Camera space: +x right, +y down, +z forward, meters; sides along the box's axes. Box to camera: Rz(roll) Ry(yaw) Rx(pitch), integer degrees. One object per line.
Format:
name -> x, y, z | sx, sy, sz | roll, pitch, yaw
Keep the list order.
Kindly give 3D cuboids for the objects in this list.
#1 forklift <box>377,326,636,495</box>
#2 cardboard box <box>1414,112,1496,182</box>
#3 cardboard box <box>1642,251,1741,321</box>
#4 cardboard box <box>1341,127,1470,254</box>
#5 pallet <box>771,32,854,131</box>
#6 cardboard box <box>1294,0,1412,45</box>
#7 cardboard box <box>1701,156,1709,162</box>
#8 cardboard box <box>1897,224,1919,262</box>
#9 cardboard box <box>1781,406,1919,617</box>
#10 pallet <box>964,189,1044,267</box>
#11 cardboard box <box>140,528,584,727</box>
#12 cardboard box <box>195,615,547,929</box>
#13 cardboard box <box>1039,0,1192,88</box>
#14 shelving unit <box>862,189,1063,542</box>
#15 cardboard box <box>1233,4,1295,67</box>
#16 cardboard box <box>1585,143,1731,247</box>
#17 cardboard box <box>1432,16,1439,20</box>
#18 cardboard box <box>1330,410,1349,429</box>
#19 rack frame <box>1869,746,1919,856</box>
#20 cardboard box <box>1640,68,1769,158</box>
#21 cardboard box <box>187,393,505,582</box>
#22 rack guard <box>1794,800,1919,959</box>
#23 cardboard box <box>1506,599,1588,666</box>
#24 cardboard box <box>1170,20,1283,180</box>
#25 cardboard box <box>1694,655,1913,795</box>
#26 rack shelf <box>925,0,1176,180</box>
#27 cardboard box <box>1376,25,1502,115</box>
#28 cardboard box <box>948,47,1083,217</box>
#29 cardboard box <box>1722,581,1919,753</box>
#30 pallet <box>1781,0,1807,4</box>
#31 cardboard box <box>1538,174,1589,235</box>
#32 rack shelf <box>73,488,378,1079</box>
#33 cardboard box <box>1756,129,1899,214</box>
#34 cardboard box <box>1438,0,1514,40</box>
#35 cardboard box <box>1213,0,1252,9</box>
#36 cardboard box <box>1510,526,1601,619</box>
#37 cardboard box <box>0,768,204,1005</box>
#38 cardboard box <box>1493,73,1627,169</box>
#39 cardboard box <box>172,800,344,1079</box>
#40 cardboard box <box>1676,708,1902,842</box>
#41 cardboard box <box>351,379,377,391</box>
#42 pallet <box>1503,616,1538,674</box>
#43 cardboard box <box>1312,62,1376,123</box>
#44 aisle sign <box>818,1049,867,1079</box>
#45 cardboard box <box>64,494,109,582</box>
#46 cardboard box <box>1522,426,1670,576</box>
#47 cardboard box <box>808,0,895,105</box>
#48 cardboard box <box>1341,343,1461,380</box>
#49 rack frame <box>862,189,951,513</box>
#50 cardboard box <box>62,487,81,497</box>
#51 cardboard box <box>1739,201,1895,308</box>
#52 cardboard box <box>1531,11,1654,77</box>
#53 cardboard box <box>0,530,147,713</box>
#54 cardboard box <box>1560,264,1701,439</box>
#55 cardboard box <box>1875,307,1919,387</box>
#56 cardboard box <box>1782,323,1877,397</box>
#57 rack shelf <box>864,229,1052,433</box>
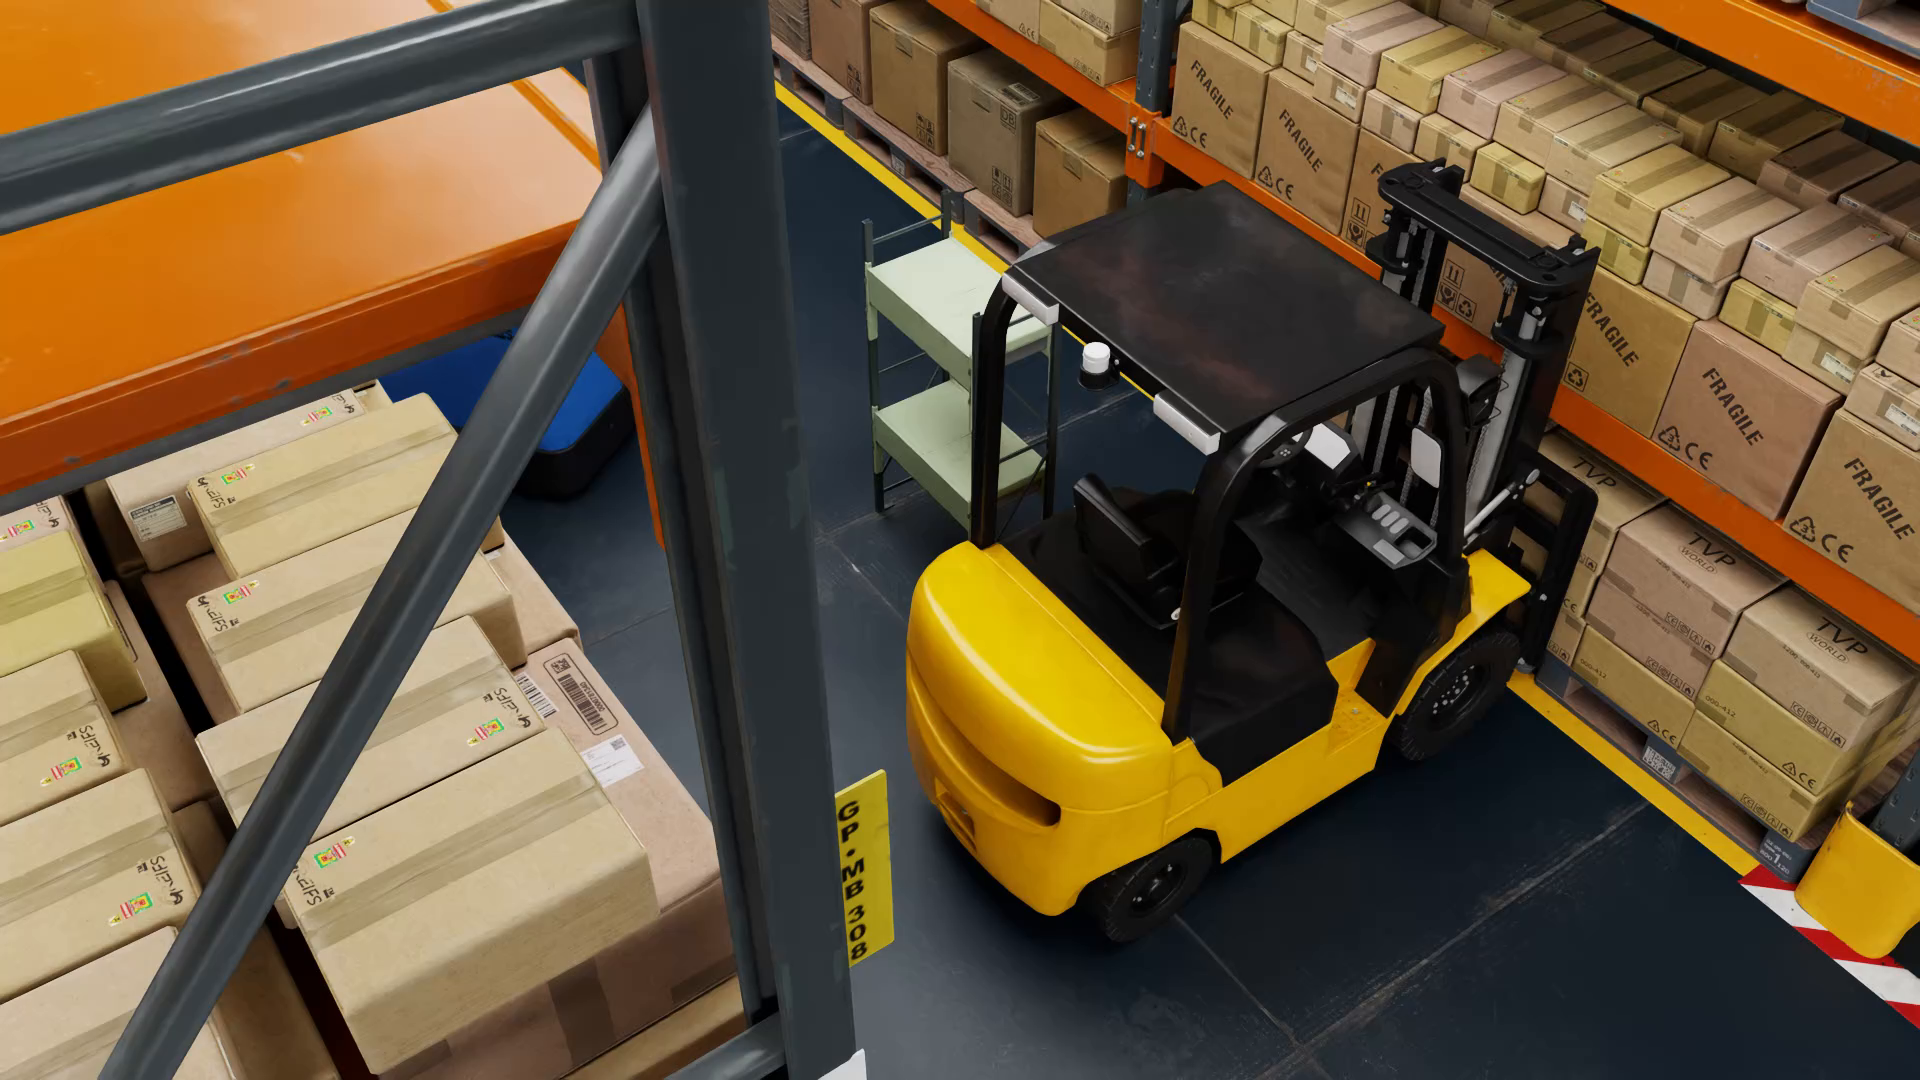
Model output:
forklift -> -2.919, -1.909, 7.118 | 3.031, 2.935, 1.130 | 15, 46, 16
cardboard box -> 1.890, -1.481, 6.078 | 0.380, 0.149, 0.250 | -27, 50, -26
cardboard box -> 2.482, -0.904, 5.473 | 0.380, 0.149, 0.250 | -27, 50, -26
cardboard box -> 1.857, -1.338, 6.398 | 0.500, 0.500, 0.500 | -26, 50, -25
pallet -> -0.635, -3.006, 10.237 | 1.003, 0.211, 1.213 | -26, 49, -24
cardboard box -> 1.531, -2.058, 6.467 | 0.380, 0.149, 0.250 | -27, 50, -25
cardboard box -> 2.664, -1.408, 6.001 | 0.380, 0.149, 0.250 | -26, 49, -25
cardboard box -> 3.201, -0.924, 5.279 | 0.380, 0.149, 0.250 | -25, 49, -24
cardboard box -> 3.006, -0.177, 5.181 | 0.500, 0.500, 0.500 | -27, 50, -25
pallet -> 0.761, -1.624, 8.789 | 1.003, 0.211, 1.213 | -26, 49, -24
cardboard box -> -0.915, 0.180, 2.601 | 0.500, 0.250, 0.500 | -26, 50, -25
cardboard box -> -0.759, 0.296, 2.190 | 0.380, 0.149, 0.250 | -26, 49, -25
cardboard box -> 0.712, -2.359, 7.648 | 0.500, 0.250, 0.500 | -25, 49, -24
shelving unit -> 0.004, -0.539, 6.719 | 0.431, 1.500, 0.755 | -26, 49, -24
cardboard box -> 1.331, -2.071, 6.696 | 0.380, 0.149, 0.250 | -25, 49, -24
cardboard box -> 2.313, -1.147, 5.512 | 0.380, 0.149, 0.250 | -25, 49, -24
cardboard box -> 1.925, -2.140, 6.768 | 0.380, 0.149, 0.250 | -25, 49, -23
cardboard box -> 1.806, -0.600, 7.022 | 0.500, 0.250, 0.500 | -26, 50, -25
rack frame -> 3.503, 0.034, 5.033 | 1.000, 3.000, 0.127 | -26, 49, -24
cardboard box -> 2.625, -1.506, 5.888 | 0.380, 0.149, 0.250 | -25, 49, -24
cardboard box -> -0.934, -0.041, 2.544 | 0.380, 0.149, 0.250 | -26, 49, -25
rack guard -> 3.517, 0.952, 5.882 | 1.175, 0.500, 0.348 | -26, 49, -24
cardboard box -> 2.420, 0.163, 6.585 | 0.500, 0.250, 0.500 | -25, 49, -24
cardboard box -> 1.254, -1.913, 7.000 | 0.500, 0.500, 0.500 | -27, 50, -25
cardboard box -> 2.968, 0.544, 5.824 | 0.500, 0.250, 0.500 | -26, 50, -25
rack shelf -> 0.071, -3.104, 8.841 | 1.077, 0.370, 4.000 | -26, 49, -24
cardboard box -> 1.764, -1.736, 6.129 | 0.380, 0.149, 0.250 | -26, 50, -25
cardboard box -> 0.469, -2.258, 8.849 | 0.875, 0.625, 0.625 | -26, 50, -25
cardboard box -> 2.984, 0.378, 5.636 | 0.500, 0.250, 0.500 | -24, 49, -23
pallet -> 2.418, -2.121, 5.182 | 1.003, 0.211, 1.213 | -26, 49, -24
cardboard box -> 2.252, -1.216, 5.800 | 0.380, 0.149, 0.250 | -26, 49, -25
rack shelf -> -1.710, 0.040, 3.376 | 1.077, 0.370, 4.000 | -26, 49, -24
cardboard box -> 2.901, -1.209, 5.578 | 0.380, 0.149, 0.250 | -24, 49, -23
cardboard box -> 2.112, -2.128, 6.540 | 0.380, 0.149, 0.250 | -27, 50, -25
cardboard box -> 1.154, -2.312, 6.733 | 0.380, 0.149, 0.250 | -25, 49, -24
cardboard box -> 2.378, -0.028, 6.423 | 0.500, 0.250, 0.500 | -27, 50, -25
cardboard box -> -1.118, 0.479, 2.000 | 0.380, 0.149, 0.250 | -25, 49, -24
cardboard box -> 2.113, -1.479, 5.861 | 0.380, 0.149, 0.250 | -26, 49, -24
cardboard box -> -1.080, 0.676, 2.082 | 0.500, 0.250, 0.500 | -26, 50, -25
cardboard box -> 2.975, 0.736, 5.985 | 0.500, 0.250, 0.500 | -25, 49, -24
cardboard box -> -1.237, -0.324, 2.840 | 0.380, 0.149, 0.250 | -24, 49, -23
pallet -> 2.337, -0.064, 7.155 | 1.003, 0.211, 1.213 | -26, 49, -24
cardboard box -> 1.583, -1.766, 6.376 | 0.380, 0.149, 0.250 | -25, 49, -24
aisle sign -> -0.276, 0.970, 2.170 | 0.394, 0.787, 0.004 | -26, 49, -24
cardboard box -> -1.667, 0.098, 2.687 | 0.500, 0.250, 0.500 | -24, 49, -23
cardboard box -> 2.390, -0.191, 6.232 | 0.500, 0.250, 0.500 | -25, 49, -24
cardboard box -> -0.348, -3.064, 9.694 | 0.875, 0.625, 0.625 | -24, 49, -23
cardboard box -> 1.812, -0.781, 6.850 | 0.500, 0.250, 0.500 | -24, 49, -23
rack frame -> -0.206, -0.746, 6.936 | 0.400, 1.500, 0.023 | -26, 49, -24
cardboard box -> -1.644, -0.123, 2.629 | 0.380, 0.149, 0.250 | -27, 50, -26
cardboard box -> 2.705, -0.899, 5.253 | 0.380, 0.149, 0.250 | -25, 49, -24
cardboard box -> 2.351, -1.810, 6.207 | 0.380, 0.149, 0.250 | -26, 50, -25
cardboard box -> -1.382, 0.177, 2.315 | 0.380, 0.149, 0.250 | -25, 49, -24
cardboard box -> 2.423, -0.764, 5.797 | 0.500, 0.500, 0.500 | -27, 50, -25
cardboard box -> 2.959, -0.591, 4.930 | 0.380, 0.149, 0.250 | -26, 49, -24
cardboard box -> 2.806, -0.626, 5.182 | 0.380, 0.149, 0.250 | -25, 49, -24
rack shelf -> 0.004, -0.821, 6.450 | 0.431, 0.370, 0.720 | -26, 49, -24
